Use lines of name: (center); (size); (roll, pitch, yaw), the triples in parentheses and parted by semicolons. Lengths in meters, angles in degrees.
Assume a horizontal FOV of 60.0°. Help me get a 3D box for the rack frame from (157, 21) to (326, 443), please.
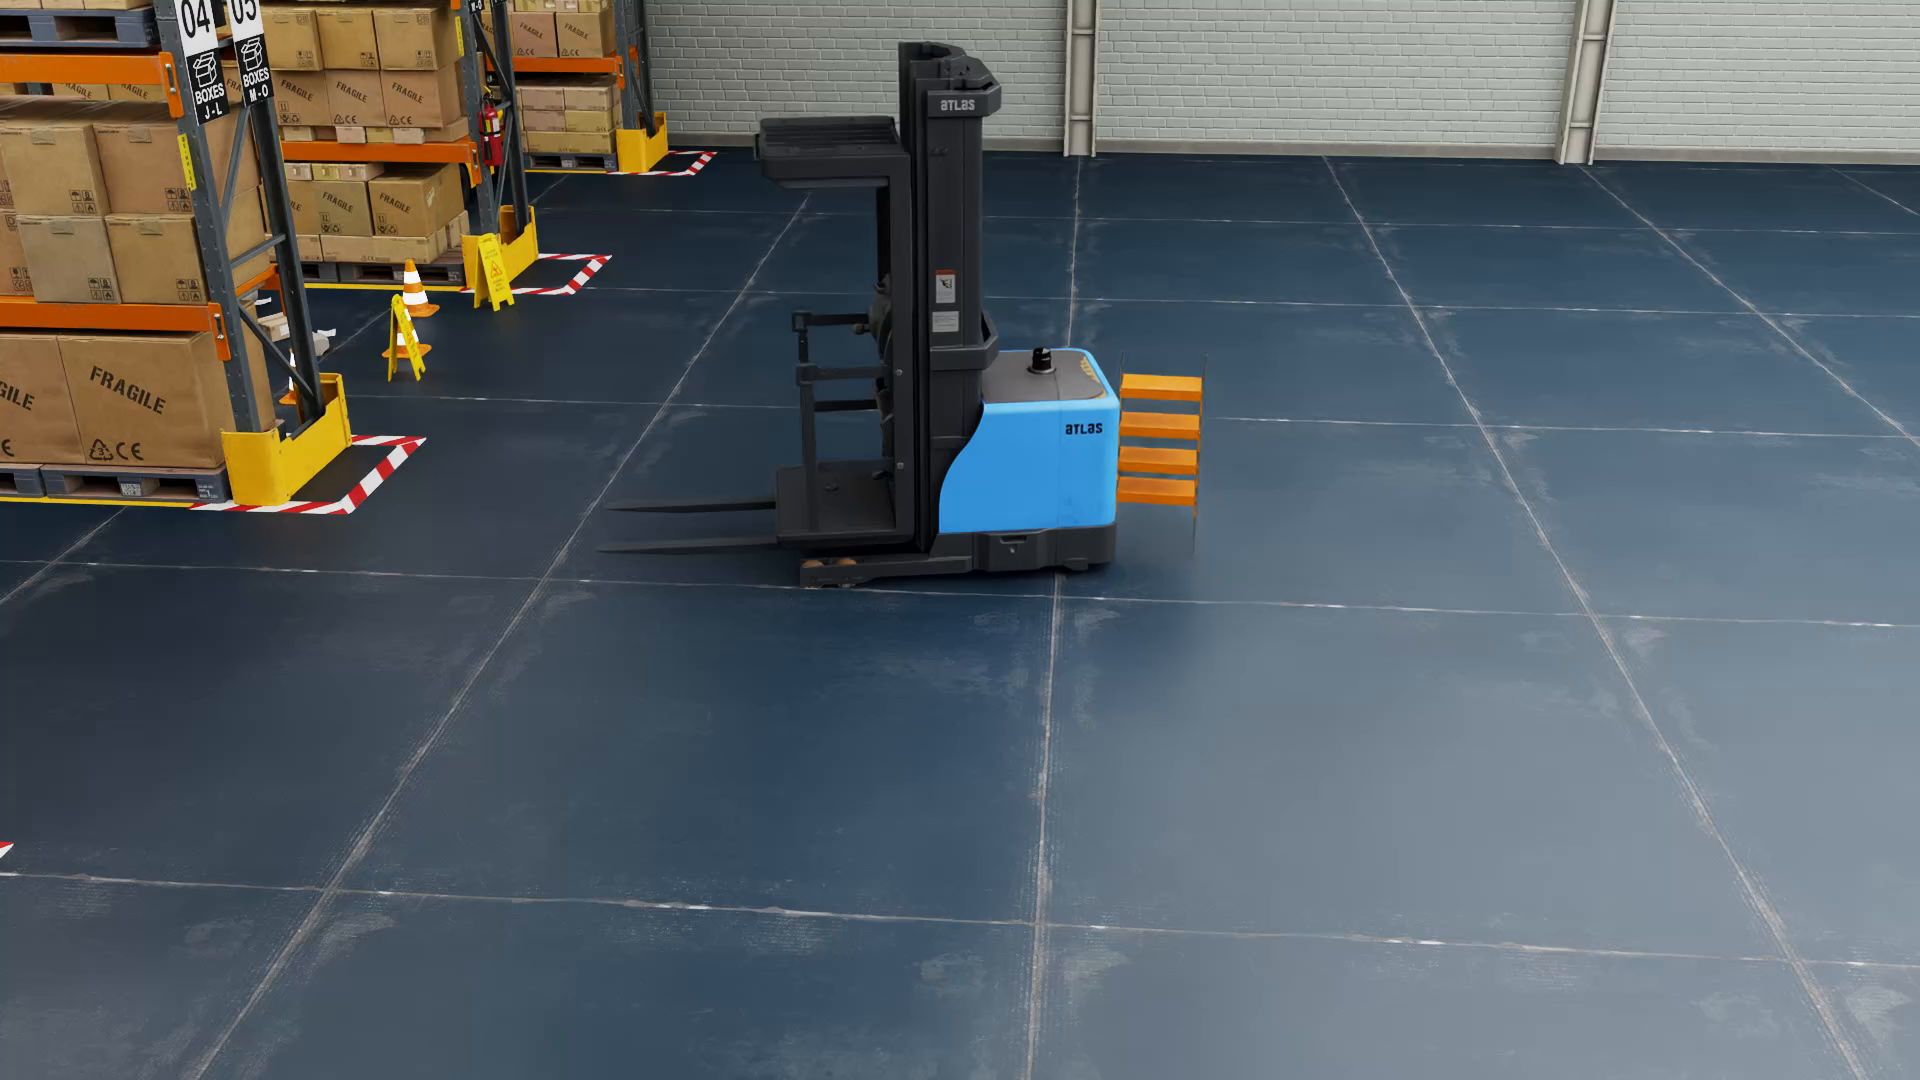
rack frame: (-4.522, -1.828, 10.634); (0.127, 3.000, 1.000); (2, 25, 4)

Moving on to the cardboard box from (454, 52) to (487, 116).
cardboard box: (-4.695, -4.206, 15.326); (0.500, 0.500, 0.500); (1, 25, 3)

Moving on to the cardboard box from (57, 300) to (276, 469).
cardboard box: (-5.204, -1.048, 10.978); (0.875, 0.875, 0.875); (2, 25, 4)

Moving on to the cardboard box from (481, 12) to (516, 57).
cardboard box: (-5.406, -5.952, 19.477); (0.500, 0.500, 0.500); (1, 25, 3)

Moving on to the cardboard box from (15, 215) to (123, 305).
cardboard box: (-5.446, -1.898, 10.606); (0.550, 0.550, 0.875); (2, 25, 4)

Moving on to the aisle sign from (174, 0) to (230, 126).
aisle sign: (-4.475, -2.882, 9.814); (0.004, 0.787, 0.394); (2, 25, 4)

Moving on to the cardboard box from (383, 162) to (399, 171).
cardboard box: (-5.573, -3.333, 15.795); (0.500, 0.500, 0.500); (1, 25, 2)

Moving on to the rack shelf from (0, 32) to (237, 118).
rack shelf: (-6.517, -2.928, 10.297); (4.000, 0.370, 1.077); (2, 25, 4)

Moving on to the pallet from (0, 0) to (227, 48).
pallet: (-5.263, -3.170, 10.068); (1.213, 0.211, 1.003); (2, 25, 4)

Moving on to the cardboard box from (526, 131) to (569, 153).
cardboard box: (-4.856, -4.808, 19.898); (0.500, 0.250, 0.500); (2, 25, 4)

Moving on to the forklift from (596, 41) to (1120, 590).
forklift: (-0.631, -1.278, 9.521); (3.031, 2.935, 1.130); (-3, 25, -6)

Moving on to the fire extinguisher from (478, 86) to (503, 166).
fire extinguisher: (-4.165, -3.664, 14.716); (0.183, 0.674, 0.296); (2, 25, 4)

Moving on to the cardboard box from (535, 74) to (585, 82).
cardboard box: (-4.831, -5.468, 20.136); (0.500, 0.250, 0.500); (2, 25, 4)

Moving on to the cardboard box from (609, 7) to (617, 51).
cardboard box: (-4.341, -6.140, 19.886); (0.500, 0.500, 0.500); (3, 25, 6)

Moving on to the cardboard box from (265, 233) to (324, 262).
cardboard box: (-6.109, -2.784, 15.499); (0.500, 0.250, 0.500); (1, 25, 2)

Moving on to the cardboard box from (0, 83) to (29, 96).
cardboard box: (-8.711, -4.313, 15.057); (0.500, 0.500, 0.500); (1, 25, 3)

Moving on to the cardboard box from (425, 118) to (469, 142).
cardboard box: (-4.634, -3.703, 15.010); (0.250, 0.149, 0.380); (3, 25, 6)

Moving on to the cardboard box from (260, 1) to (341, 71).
cardboard box: (-5.791, -4.447, 14.655); (0.500, 0.500, 0.700); (2, 25, 3)

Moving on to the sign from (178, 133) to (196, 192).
sign: (-4.578, -2.236, 9.852); (0.005, 0.325, 0.100); (2, 25, 4)

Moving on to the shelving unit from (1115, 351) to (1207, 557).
shelving unit: (1.183, -0.507, 9.916); (0.503, 1.200, 0.258); (4, 25, 8)

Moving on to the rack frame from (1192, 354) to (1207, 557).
rack frame: (1.424, -0.492, 9.884); (0.015, 1.200, 0.240); (4, 25, 8)

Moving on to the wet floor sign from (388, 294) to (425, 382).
wet floor sign: (-4.342, -1.583, 12.918); (0.232, 0.644, 0.267); (-2, 25, -5)

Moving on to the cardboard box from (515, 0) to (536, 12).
cardboard box: (-4.993, -6.240, 19.327); (0.250, 0.149, 0.380); (2, 25, 4)

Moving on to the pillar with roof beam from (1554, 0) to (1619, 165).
pillar with roof beam: (7.142, -6.908, 14.498); (0.400, 9.000, 9.100); (2, 25, 4)

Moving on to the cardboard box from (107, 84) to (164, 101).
cardboard box: (-7.313, -4.066, 15.023); (0.500, 0.500, 0.500); (2, 25, 4)

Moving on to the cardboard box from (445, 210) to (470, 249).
cardboard box: (-5.027, -2.977, 15.919); (0.500, 0.250, 0.500); (2, 25, 4)

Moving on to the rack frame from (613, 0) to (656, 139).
rack frame: (-3.868, -5.963, 19.621); (0.127, 3.000, 1.000); (2, 25, 4)

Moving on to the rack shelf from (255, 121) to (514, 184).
rack shelf: (-6.238, -3.632, 15.415); (4.000, 0.370, 1.077); (2, 25, 4)

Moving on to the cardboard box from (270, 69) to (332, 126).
cardboard box: (-5.804, -4.013, 14.907); (0.500, 0.500, 0.500); (2, 25, 4)

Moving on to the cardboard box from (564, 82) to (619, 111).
cardboard box: (-4.351, -5.244, 19.649); (0.500, 0.250, 0.500); (3, 25, 6)

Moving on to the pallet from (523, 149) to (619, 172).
pallet: (-4.634, -4.704, 20.219); (1.213, 0.211, 1.003); (2, 25, 4)

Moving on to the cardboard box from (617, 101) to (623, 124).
cardboard box: (-4.321, -5.234, 20.225); (0.500, 0.250, 0.500); (2, 25, 5)

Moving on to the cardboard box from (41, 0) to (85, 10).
cardboard box: (-5.131, -3.191, 9.686); (0.250, 0.149, 0.380); (2, 25, 4)

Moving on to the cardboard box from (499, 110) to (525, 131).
cardboard box: (-5.393, -5.046, 19.816); (0.500, 0.250, 0.500); (1, 25, 3)

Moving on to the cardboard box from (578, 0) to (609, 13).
cardboard box: (-4.235, -6.198, 19.235); (0.250, 0.149, 0.380); (2, 25, 5)

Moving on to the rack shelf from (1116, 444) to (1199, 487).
rack shelf: (1.183, -0.446, 9.944); (0.480, 0.148, 0.258); (4, 25, 8)

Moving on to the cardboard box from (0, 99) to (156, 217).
cardboard box: (-5.445, -2.394, 10.393); (0.550, 0.550, 0.875); (2, 25, 4)

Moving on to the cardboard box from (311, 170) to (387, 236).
cardboard box: (-5.584, -3.109, 15.308); (0.500, 0.500, 0.500); (3, 25, 6)

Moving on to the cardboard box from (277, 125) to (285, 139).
cardboard box: (-6.156, -3.760, 15.134); (0.250, 0.149, 0.380); (2, 25, 4)

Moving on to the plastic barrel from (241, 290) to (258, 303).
plastic barrel: (-6.420, -2.159, 14.436); (0.421, 0.421, 0.512); (22, 33, 39)

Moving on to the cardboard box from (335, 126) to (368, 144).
cardboard box: (-5.408, -3.678, 14.955); (0.250, 0.149, 0.380); (2, 25, 5)

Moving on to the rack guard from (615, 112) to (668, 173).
rack guard: (-3.844, -4.827, 20.142); (0.348, 0.500, 1.175); (2, 25, 4)

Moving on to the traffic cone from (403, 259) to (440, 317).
traffic cone: (-4.772, -2.218, 14.517); (0.334, 0.463, 0.336); (2, 25, 4)

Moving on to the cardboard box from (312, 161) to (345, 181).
cardboard box: (-5.685, -3.381, 15.124); (0.250, 0.149, 0.380); (2, 25, 5)
